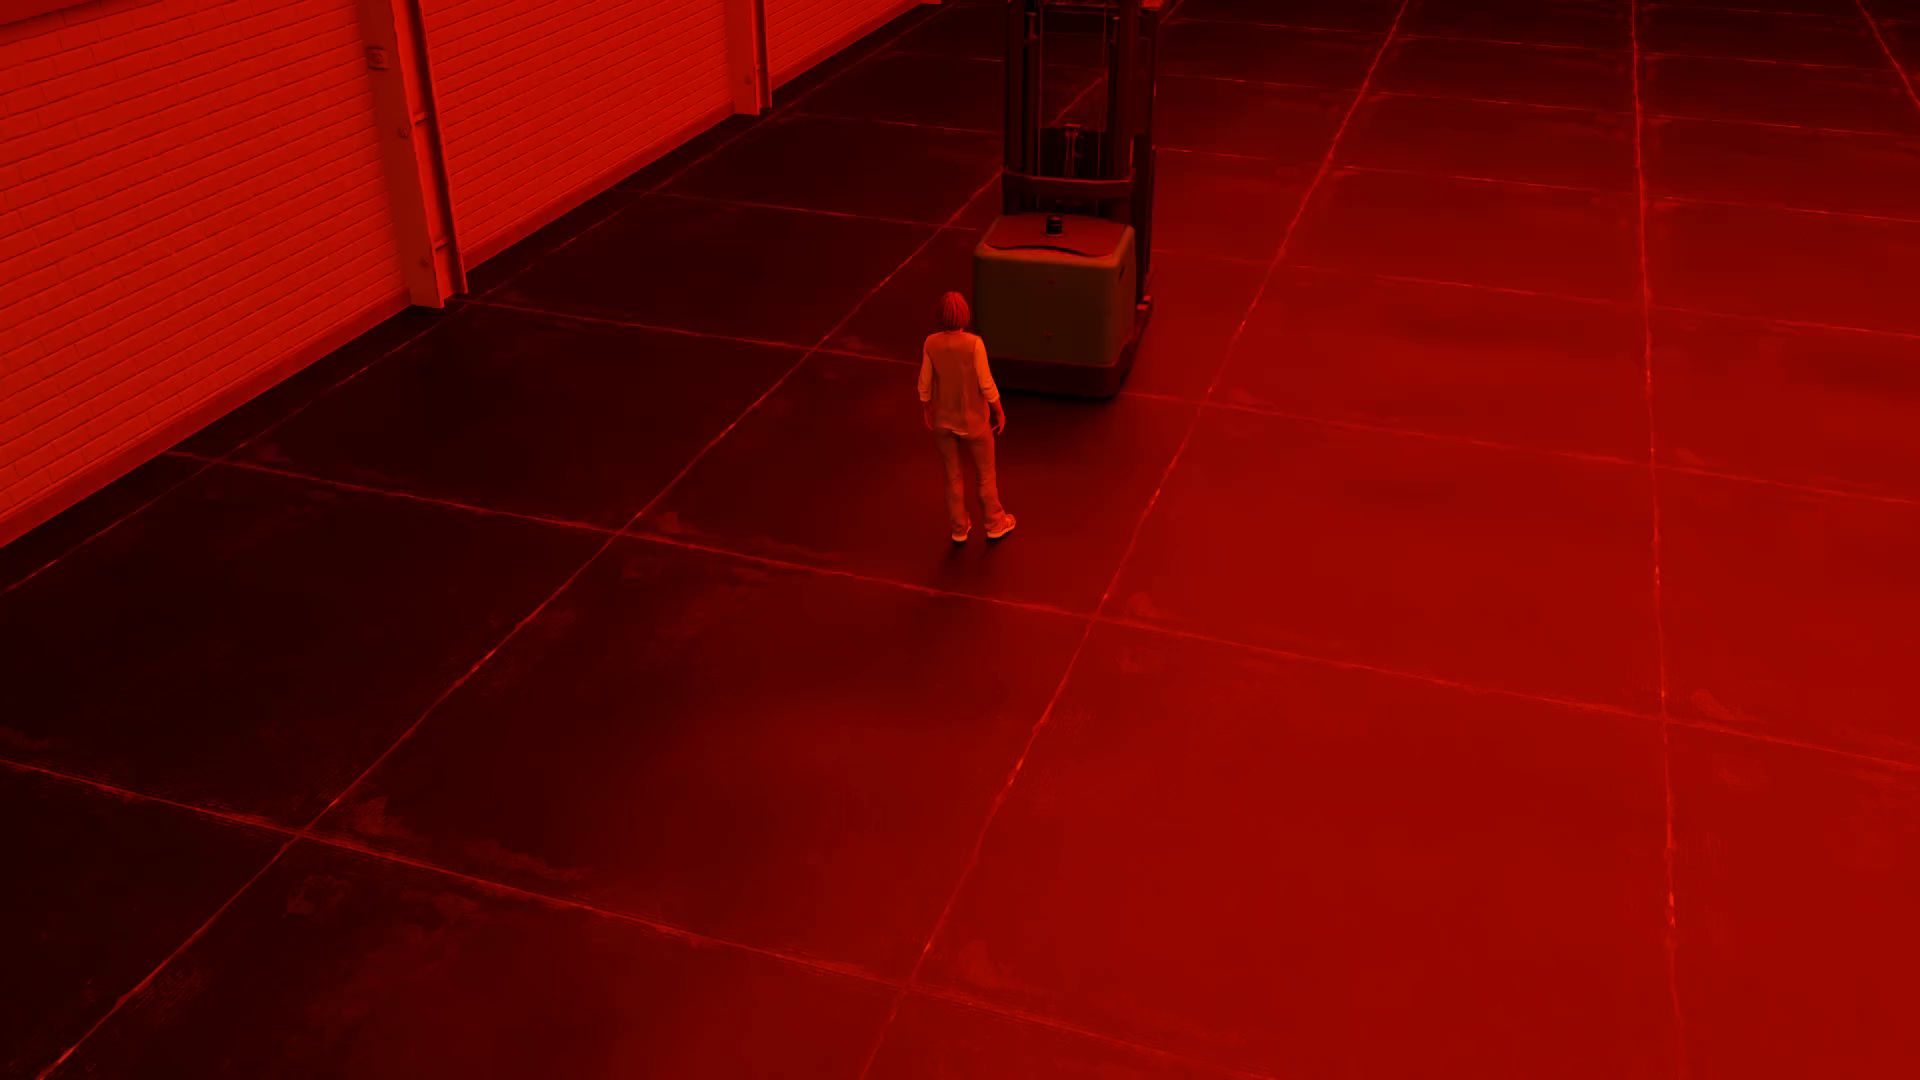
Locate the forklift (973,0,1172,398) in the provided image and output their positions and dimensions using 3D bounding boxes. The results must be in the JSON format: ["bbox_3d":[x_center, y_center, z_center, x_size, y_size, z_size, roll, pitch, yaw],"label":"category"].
[{"bbox_3d":[0.921,-2.988,12.379,1.130,2.935,3.031,7,30,12],"label":"forklift"}]

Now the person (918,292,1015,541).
[{"bbox_3d":[0.037,-0.732,9.753,0.520,1.597,0.475,10,31,16],"label":"person"}]
